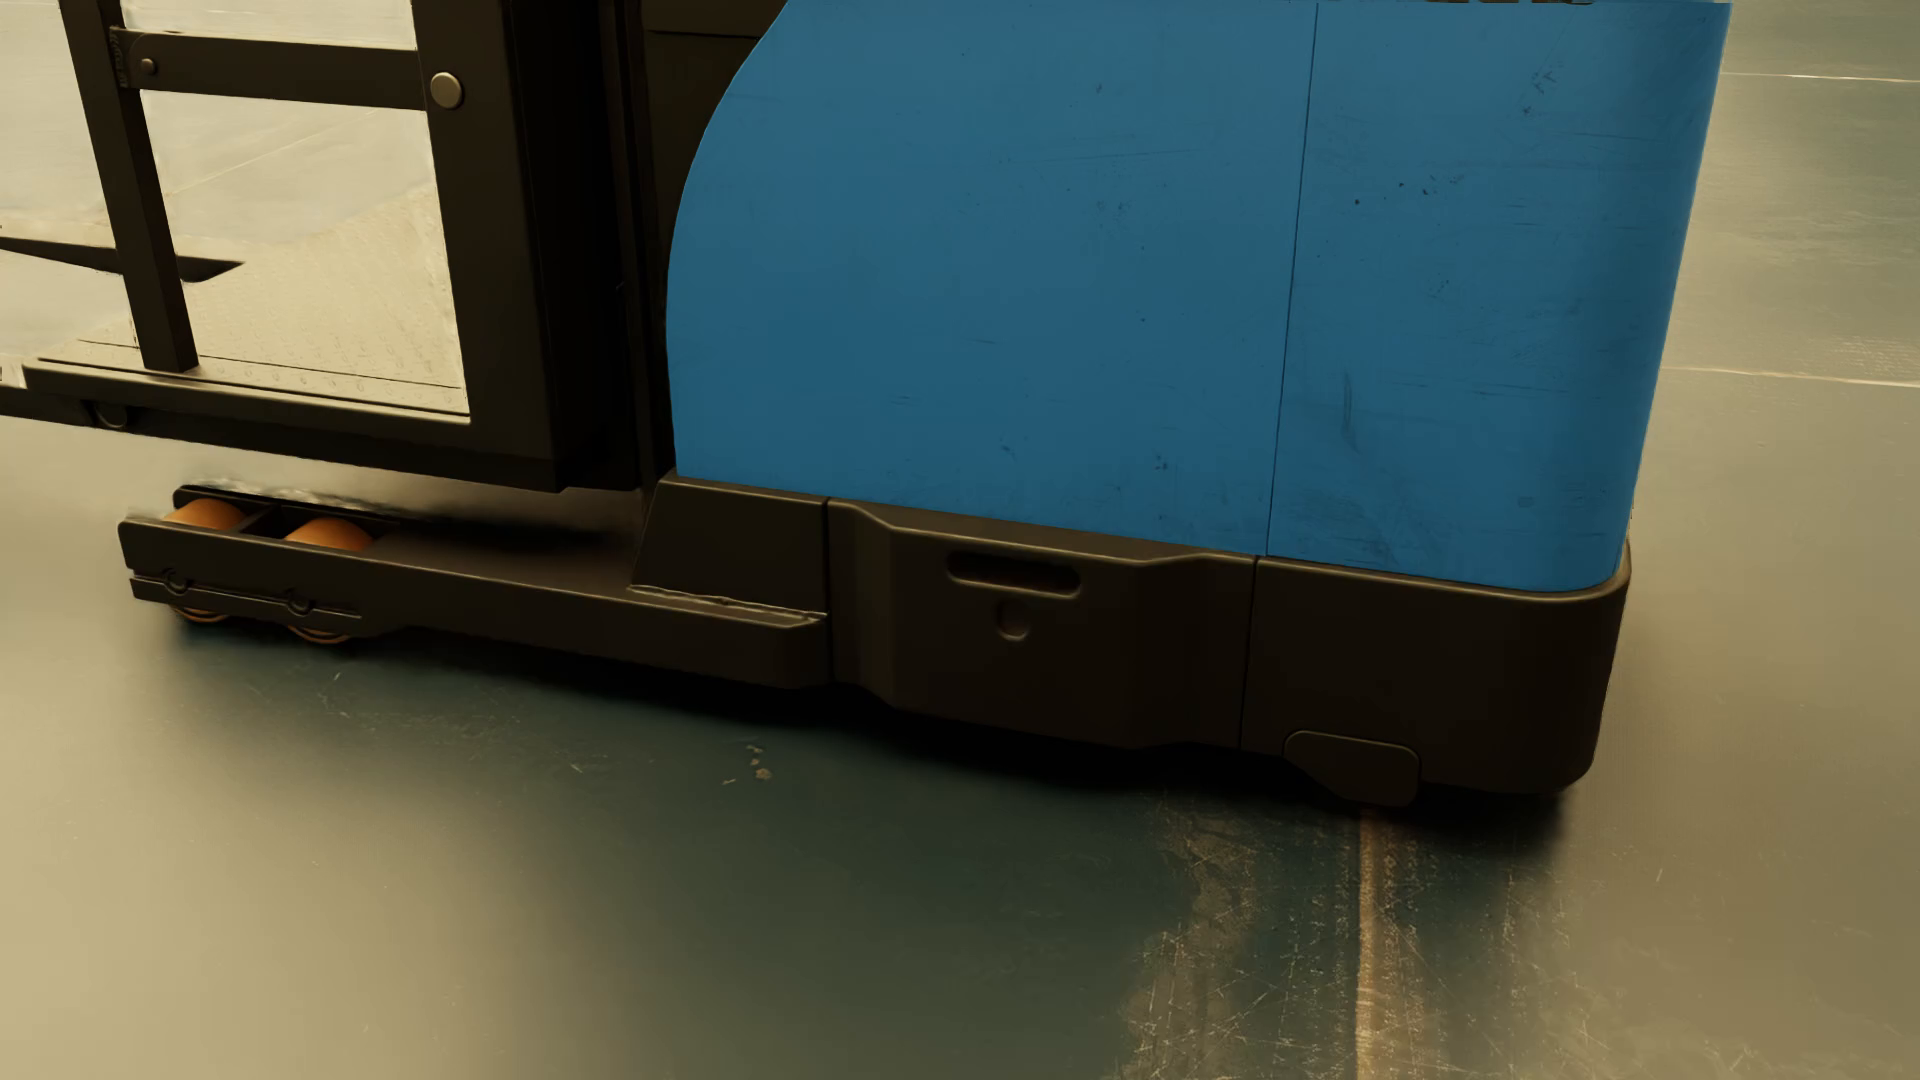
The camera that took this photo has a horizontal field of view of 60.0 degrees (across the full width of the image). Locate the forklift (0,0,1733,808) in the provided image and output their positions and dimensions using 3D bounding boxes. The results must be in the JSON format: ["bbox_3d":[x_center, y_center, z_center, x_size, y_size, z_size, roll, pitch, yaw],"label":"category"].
[{"bbox_3d":[-0.613,-1.386,1.993,3.031,2.935,1.130,8,28,15],"label":"forklift"}]
